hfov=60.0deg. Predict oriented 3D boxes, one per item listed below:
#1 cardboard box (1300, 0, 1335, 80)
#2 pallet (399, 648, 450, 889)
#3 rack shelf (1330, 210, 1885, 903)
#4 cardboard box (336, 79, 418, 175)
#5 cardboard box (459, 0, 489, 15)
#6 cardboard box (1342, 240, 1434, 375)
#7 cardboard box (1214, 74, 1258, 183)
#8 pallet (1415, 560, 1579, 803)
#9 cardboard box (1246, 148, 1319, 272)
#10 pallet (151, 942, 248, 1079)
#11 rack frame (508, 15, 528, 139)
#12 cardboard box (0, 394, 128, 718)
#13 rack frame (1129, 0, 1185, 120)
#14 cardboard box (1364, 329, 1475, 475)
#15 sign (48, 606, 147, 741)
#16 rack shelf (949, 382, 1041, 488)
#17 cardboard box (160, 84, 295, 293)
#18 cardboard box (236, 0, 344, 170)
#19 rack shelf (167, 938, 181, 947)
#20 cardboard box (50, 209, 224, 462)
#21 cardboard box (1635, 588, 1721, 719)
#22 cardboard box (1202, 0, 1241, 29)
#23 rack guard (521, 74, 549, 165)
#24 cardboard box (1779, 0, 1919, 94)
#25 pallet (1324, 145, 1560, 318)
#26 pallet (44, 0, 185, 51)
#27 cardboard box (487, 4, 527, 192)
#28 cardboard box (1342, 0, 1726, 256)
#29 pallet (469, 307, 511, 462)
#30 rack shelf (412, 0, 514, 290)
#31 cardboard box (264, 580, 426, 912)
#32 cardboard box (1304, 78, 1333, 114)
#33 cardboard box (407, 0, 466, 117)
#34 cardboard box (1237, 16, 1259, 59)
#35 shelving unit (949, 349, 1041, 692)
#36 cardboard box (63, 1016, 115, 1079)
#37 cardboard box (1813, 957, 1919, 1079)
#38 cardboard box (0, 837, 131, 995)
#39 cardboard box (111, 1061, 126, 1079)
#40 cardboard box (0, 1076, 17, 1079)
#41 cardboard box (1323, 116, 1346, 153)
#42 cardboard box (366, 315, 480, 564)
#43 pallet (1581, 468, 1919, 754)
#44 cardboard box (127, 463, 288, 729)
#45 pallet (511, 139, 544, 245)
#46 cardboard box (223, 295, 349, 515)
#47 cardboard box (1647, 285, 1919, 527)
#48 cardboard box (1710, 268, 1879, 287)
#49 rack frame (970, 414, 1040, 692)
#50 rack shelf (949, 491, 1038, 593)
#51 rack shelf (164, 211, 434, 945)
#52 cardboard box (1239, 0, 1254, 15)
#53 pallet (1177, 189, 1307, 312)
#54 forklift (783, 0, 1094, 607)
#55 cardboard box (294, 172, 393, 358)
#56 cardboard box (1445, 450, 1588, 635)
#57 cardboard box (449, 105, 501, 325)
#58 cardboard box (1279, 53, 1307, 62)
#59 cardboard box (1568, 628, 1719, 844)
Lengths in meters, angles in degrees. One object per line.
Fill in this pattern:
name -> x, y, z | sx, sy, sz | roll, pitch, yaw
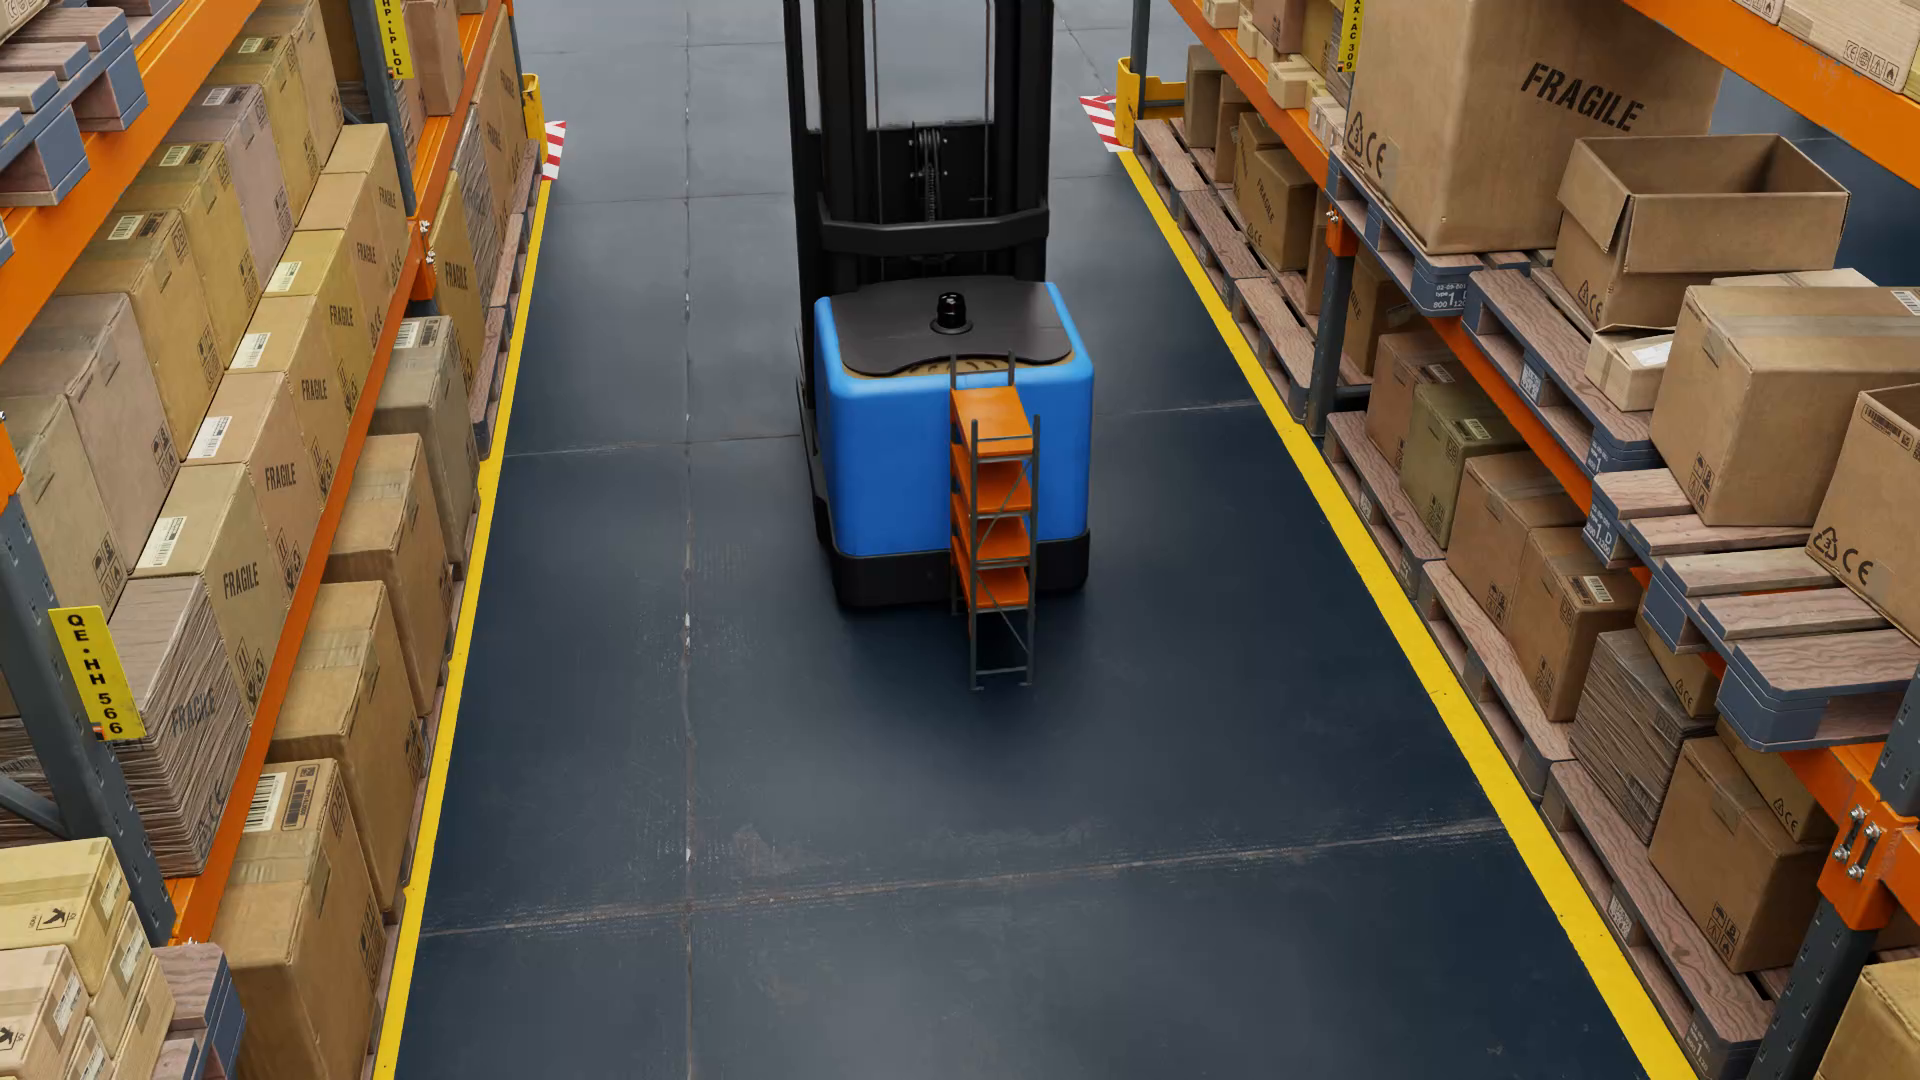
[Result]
cardboard box -> 2.140, -2.497, 7.898 | 0.875, 0.500, 0.500 | -4, 35, -6
pallet -> -2.411, 0.783, 5.913 | 1.003, 0.211, 1.213 | -4, 35, -6
rack shelf -> 2.440, -0.382, 5.786 | 1.077, 0.370, 4.000 | -4, 35, -6
cardboard box -> -2.818, -1.743, 7.011 | 0.875, 0.550, 0.550 | -4, 35, -6
cardboard box -> -3.105, -3.262, 9.239 | 0.875, 0.550, 0.550 | -4, 35, -6
cardboard box -> 2.157, -1.162, 8.139 | 0.500, 0.500, 0.500 | -5, 35, -8
cardboard box -> 1.815, -2.488, 10.083 | 0.500, 0.500, 0.500 | 4, 35, 6
pallet -> 2.445, 0.473, 6.368 | 1.003, 0.211, 1.213 | -4, 35, -6
cardboard box -> 1.911, -1.822, 9.107 | 0.500, 0.500, 0.500 | -7, 35, -11
pallet -> -2.018, 1.225, 2.960 | 1.213, 0.211, 1.003 | -4, 35, -6
rack frame -> -3.295, -3.708, 10.028 | 1.000, 3.000, 0.127 | -4, 35, -6
cardboard box -> -2.270, 0.050, 3.536 | 0.700, 0.500, 0.500 | -5, 35, -7
rack frame -> 1.634, -4.028, 10.497 | 1.000, 3.000, 0.127 | -4, 35, -6
cardboard box -> 2.233, -0.600, 7.296 | 0.700, 0.500, 0.500 | -7, 35, -10
sign -> -1.683, 0.264, 3.242 | 0.100, 0.325, 0.005 | -4, 35, -6
rack shelf -> 0.121, -0.387, 6.054 | 0.258, 0.148, 0.480 | -5, 35, -7
cardboard box -> -2.546, -1.085, 5.202 | 0.700, 0.500, 0.500 | -4, 34, -6
cardboard box -> -2.684, -1.654, 6.037 | 0.700, 0.500, 0.500 | -5, 35, -7
rack shelf -> -1.950, 2.169, 2.042 | 1.077, 0.370, 4.000 | -4, 35, -6
cardboard box -> -2.410, -0.518, 4.370 | 0.700, 0.500, 0.500 | -5, 35, -7
cardboard box -> 2.508, 0.311, 5.293 | 0.500, 0.250, 0.500 | -1, 34, -1
cardboard box -> 1.541, -2.902, 9.068 | 0.380, 0.149, 0.250 | -4, 35, -6
rack guard -> -3.298, -2.689, 10.752 | 1.175, 0.500, 0.348 | -4, 35, -6
cardboard box -> 2.322, -1.264, 3.910 | 0.500, 0.250, 0.500 | -4, 35, -7
pallet -> 2.130, -1.279, 6.633 | 1.003, 0.211, 1.213 | -4, 35, -6
pallet -> -2.512, -1.385, 4.123 | 1.003, 0.211, 1.213 | -3, 34, -4
cardboard box -> -3.138, -2.631, 9.960 | 0.875, 0.875, 0.875 | -4, 34, -6
cardboard box -> 2.140, -1.763, 6.268 | 1.000, 1.000, 1.000 | -4, 34, -6
pallet -> -2.782, -0.754, 8.169 | 1.003, 0.211, 1.213 | -4, 35, -6
rack shelf -> -3.026, -2.295, 8.593 | 1.077, 0.370, 4.000 | -4, 35, -6
cardboard box -> -2.333, 0.678, 5.217 | 1.050, 0.750, 0.750 | -4, 34, -6
cardboard box -> 1.853, -2.074, 7.853 | 0.380, 0.149, 0.250 | -4, 35, -6
cardboard box -> -2.871, -2.359, 7.914 | 0.875, 0.550, 0.550 | -4, 35, -6
cardboard box -> 1.664, -2.628, 8.665 | 0.380, 0.149, 0.250 | -4, 35, -6
shelving unit -> 0.121, -0.062, 6.276 | 0.258, 1.200, 0.503 | -5, 35, -7
cardboard box -> -1.664, 0.953, 2.774 | 0.380, 0.149, 0.250 | -3, 34, -5
cardboard box -> 2.782, 1.528, 3.859 | 1.225, 0.875, 0.875 | -6, 35, -9
cardboard box -> -1.699, 0.679, 2.912 | 0.380, 0.149, 0.250 | -6, 35, -8
cardboard box -> -1.666, 1.065, 2.873 | 0.380, 0.149, 0.250 | -4, 35, -7
cardboard box -> -1.632, 0.965, 2.492 | 0.380, 0.149, 0.250 | -3, 34, -5
cardboard box -> 1.851, -1.789, 7.435 | 0.380, 0.149, 0.250 | -4, 35, -6
cardboard box -> -2.584, -0.381, 6.770 | 1.050, 0.750, 0.750 | -5, 35, -7
pallet -> 2.508, 0.126, 4.572 | 1.213, 0.211, 1.003 | -4, 35, -6
cardboard box -> -2.083, 0.160, 4.263 | 0.500, 0.500, 0.500 | -5, 35, -7
pallet -> -3.110, -2.116, 10.167 | 1.003, 0.211, 1.213 | -4, 35, -6
cardboard box -> -2.215, -0.400, 5.084 | 0.500, 0.500, 0.500 | -5, 35, -7
cardboard box -> 2.423, -0.381, 4.683 | 0.700, 0.500, 0.500 | 0, 34, 1
cardboard box -> 2.712, -0.628, 5.268 | 0.500, 0.250, 0.500 | -5, 35, -8
rack frame -> 0.158, 0.074, 6.076 | 0.240, 1.200, 0.015 | -5, 35, -7
rack shelf -> 0.121, -0.007, 6.314 | 0.258, 0.148, 0.480 | -5, 35, -7
rack shelf -> -2.488, -0.063, 5.318 | 1.077, 0.370, 4.000 | -4, 35, -6
cardboard box -> 1.947, -3.051, 8.710 | 0.875, 0.500, 0.500 | -4, 35, -6
pallet -> 1.879, -1.698, 9.554 | 1.003, 0.211, 1.213 | -4, 35, -6
forklift -> -0.203, -1.760, 7.230 | 1.130, 2.935, 3.031 | -5, 35, -7
cardboard box -> -2.354, -0.965, 5.913 | 0.500, 0.500, 0.500 | -5, 35, -7
cardboard box -> 2.354, -0.020, 6.445 | 0.700, 0.500, 0.500 | -7, 35, -10
cardboard box -> -2.897, -1.631, 8.493 | 0.875, 0.875, 0.875 | -4, 34, -6
cardboard box -> 1.806, -2.354, 8.264 | 0.380, 0.149, 0.250 | -4, 35, -6
cardboard box -> 2.512, 0.607, 5.525 | 0.700, 0.500, 0.500 | -7, 35, -10
